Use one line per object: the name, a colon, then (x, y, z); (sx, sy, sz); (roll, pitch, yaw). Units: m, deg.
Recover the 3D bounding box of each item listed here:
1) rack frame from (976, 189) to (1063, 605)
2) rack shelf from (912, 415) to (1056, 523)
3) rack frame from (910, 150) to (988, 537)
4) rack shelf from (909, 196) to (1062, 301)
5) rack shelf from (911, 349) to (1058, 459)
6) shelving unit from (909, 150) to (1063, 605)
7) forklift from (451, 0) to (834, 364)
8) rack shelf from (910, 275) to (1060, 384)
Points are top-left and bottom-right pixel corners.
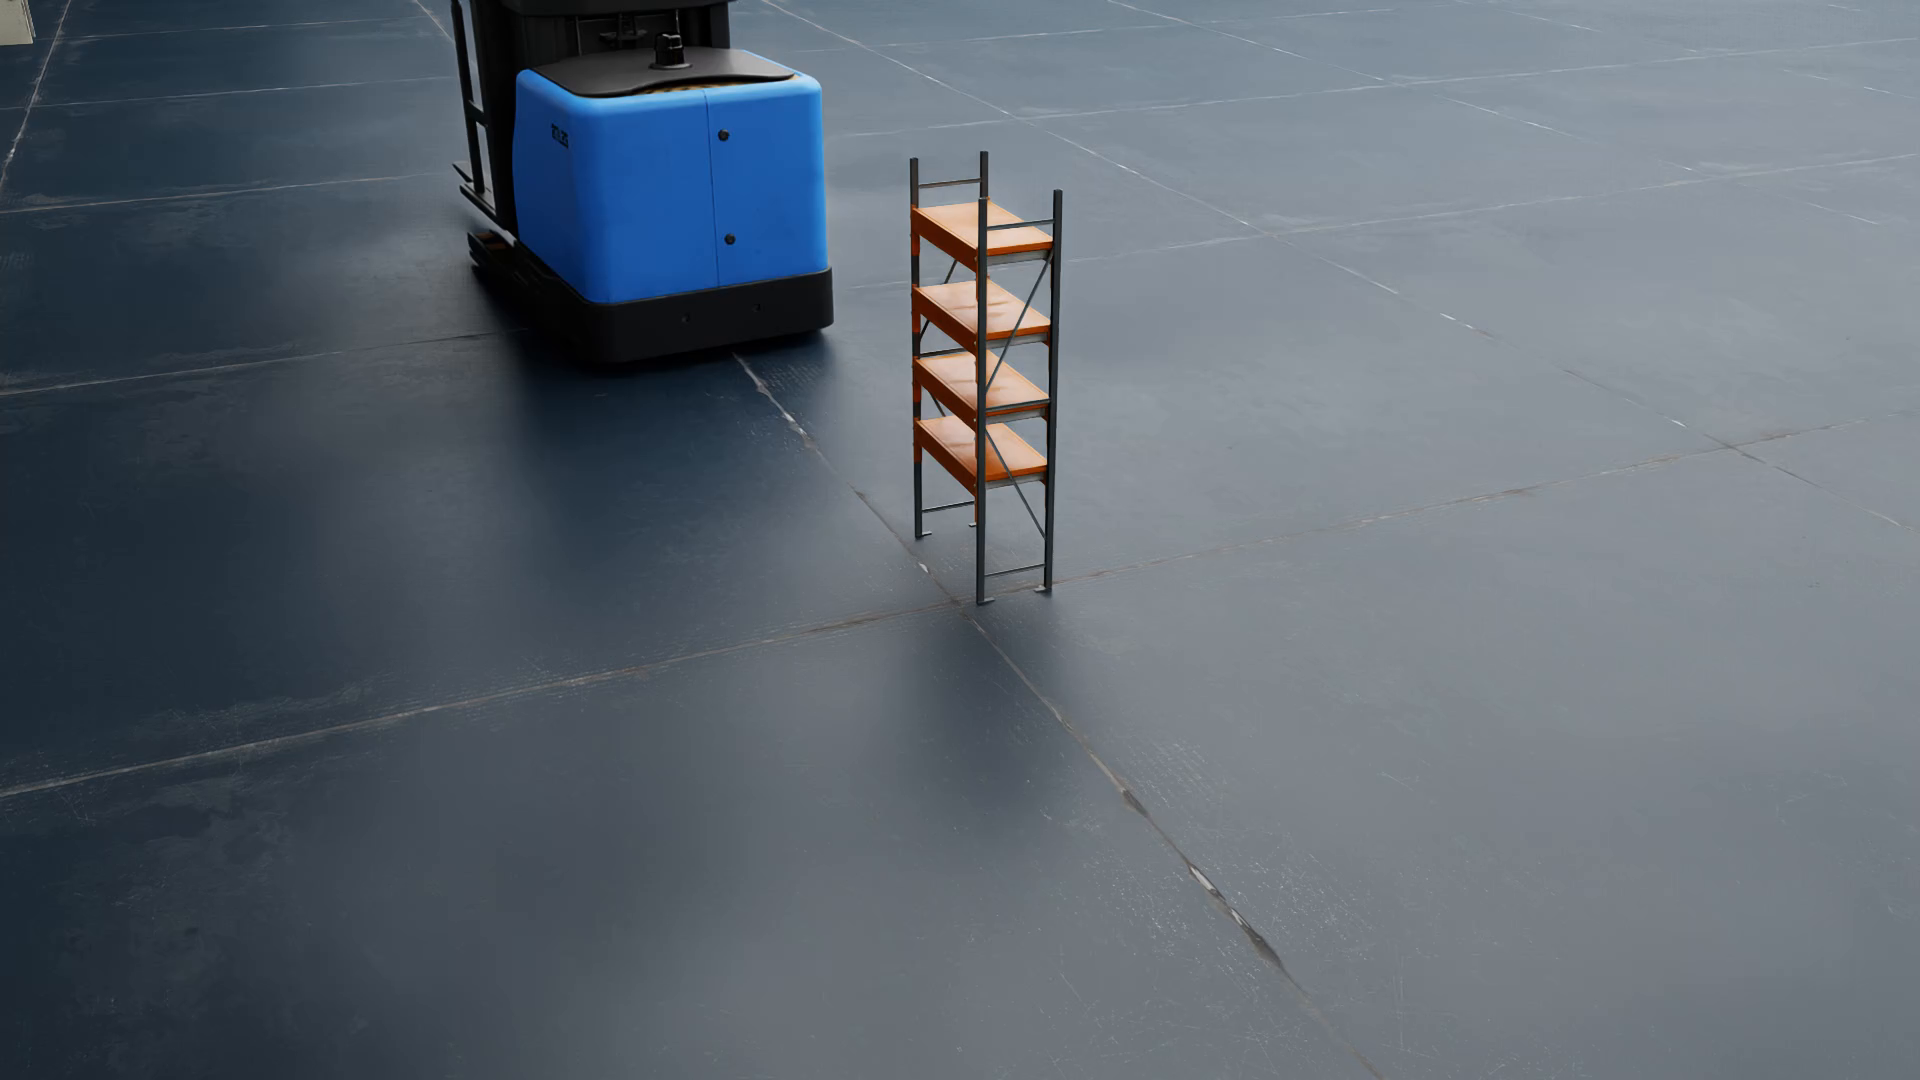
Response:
rack frame: (0.160, -0.374, 4.648); (0.240, 1.200, 0.015); (-11, 28, -21)
rack shelf: (0.065, -0.233, 4.967); (0.258, 0.148, 0.480); (-11, 28, -21)
rack frame: (-0.031, -0.571, 5.052); (0.240, 1.200, 0.015); (-11, 28, -21)
rack shelf: (0.065, -0.825, 4.677); (0.258, 0.148, 0.480); (-11, 28, -21)
rack shelf: (0.065, -0.412, 4.879); (0.258, 0.148, 0.480); (-11, 28, -21)
shelving unit: (0.065, -0.472, 4.850); (0.258, 1.200, 0.503); (-11, 28, -21)
forklift: (-1.676, -2.618, 7.271); (1.130, 2.935, 3.031); (-13, 29, -26)
rack shelf: (0.065, -0.613, 4.781); (0.258, 0.148, 0.480); (-11, 28, -21)
